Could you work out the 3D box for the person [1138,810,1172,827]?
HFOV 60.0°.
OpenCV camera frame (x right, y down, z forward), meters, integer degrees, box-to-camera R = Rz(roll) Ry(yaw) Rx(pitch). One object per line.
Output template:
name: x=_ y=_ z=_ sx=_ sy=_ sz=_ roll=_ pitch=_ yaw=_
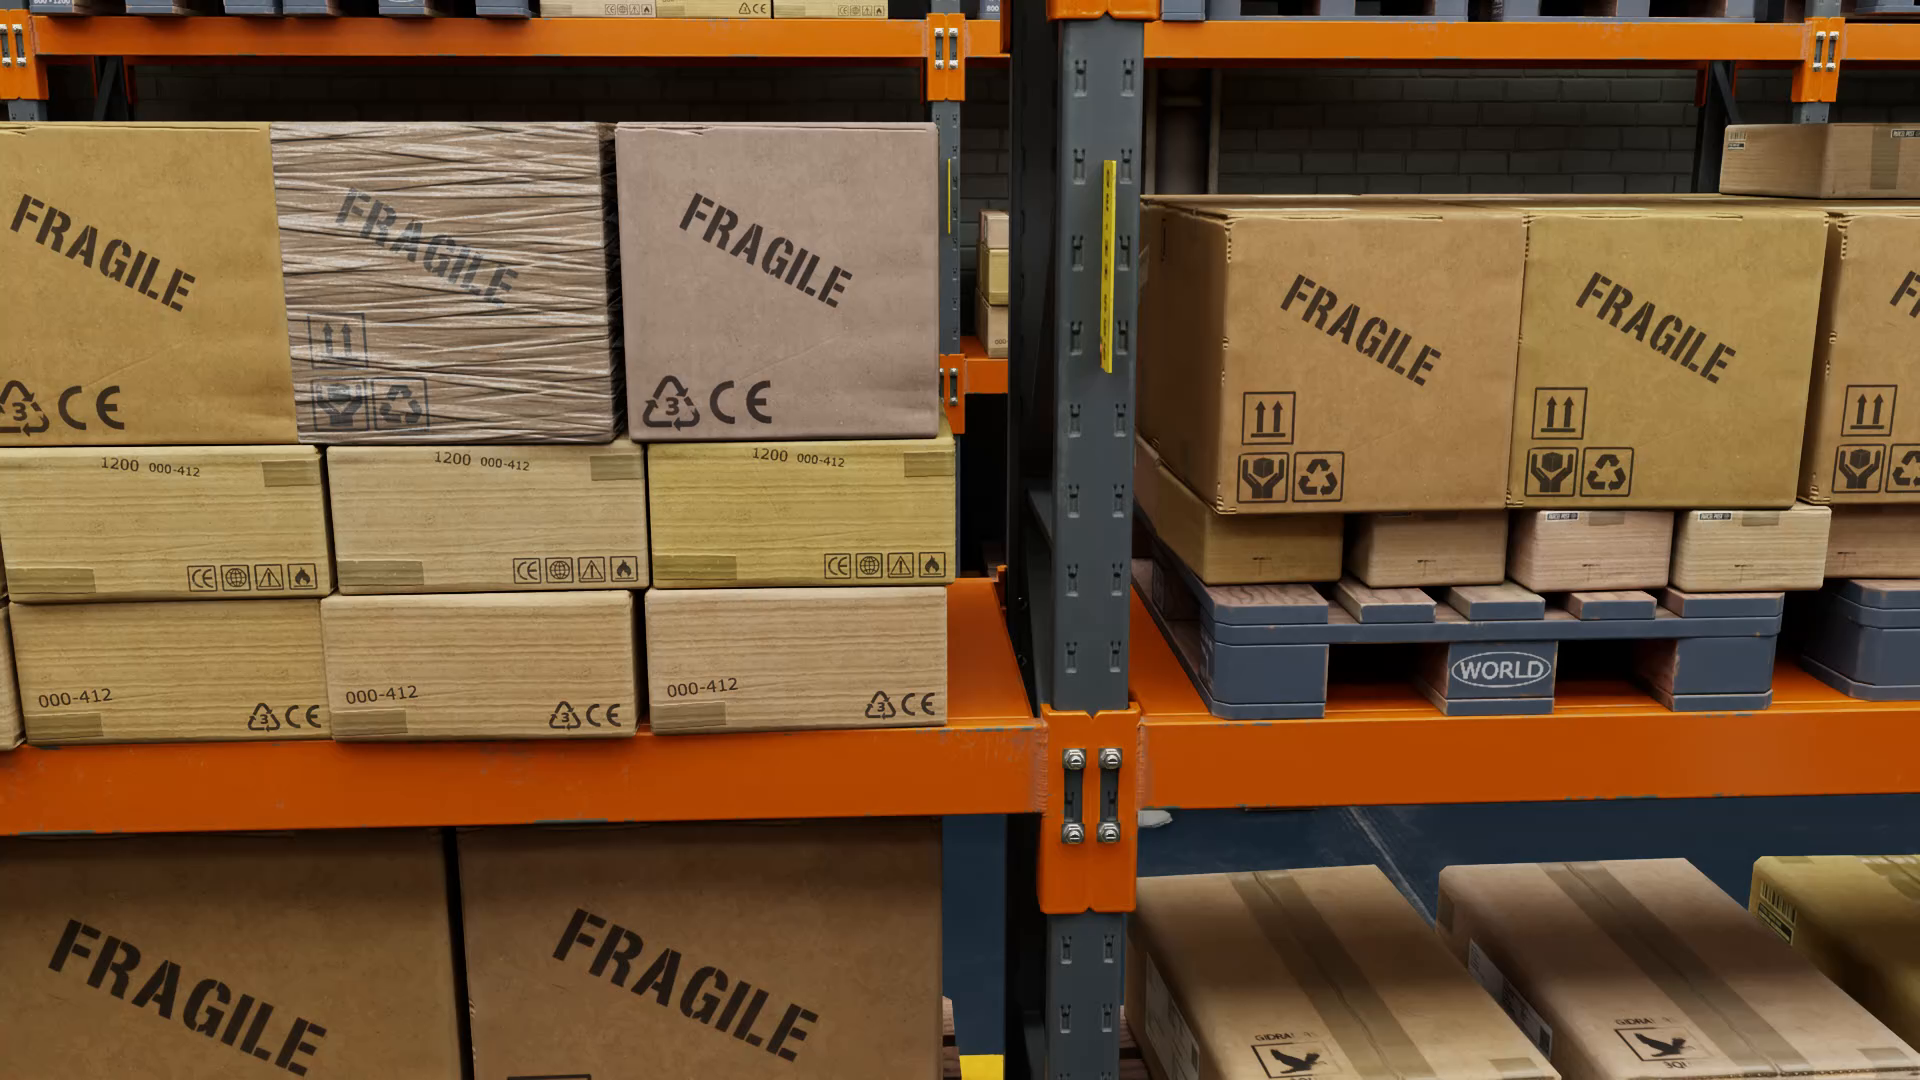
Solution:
person: x=0.659 y=0.069 z=5.713 sx=0.482 sy=1.816 sz=0.558 roll=-1 pitch=13 yaw=-2
